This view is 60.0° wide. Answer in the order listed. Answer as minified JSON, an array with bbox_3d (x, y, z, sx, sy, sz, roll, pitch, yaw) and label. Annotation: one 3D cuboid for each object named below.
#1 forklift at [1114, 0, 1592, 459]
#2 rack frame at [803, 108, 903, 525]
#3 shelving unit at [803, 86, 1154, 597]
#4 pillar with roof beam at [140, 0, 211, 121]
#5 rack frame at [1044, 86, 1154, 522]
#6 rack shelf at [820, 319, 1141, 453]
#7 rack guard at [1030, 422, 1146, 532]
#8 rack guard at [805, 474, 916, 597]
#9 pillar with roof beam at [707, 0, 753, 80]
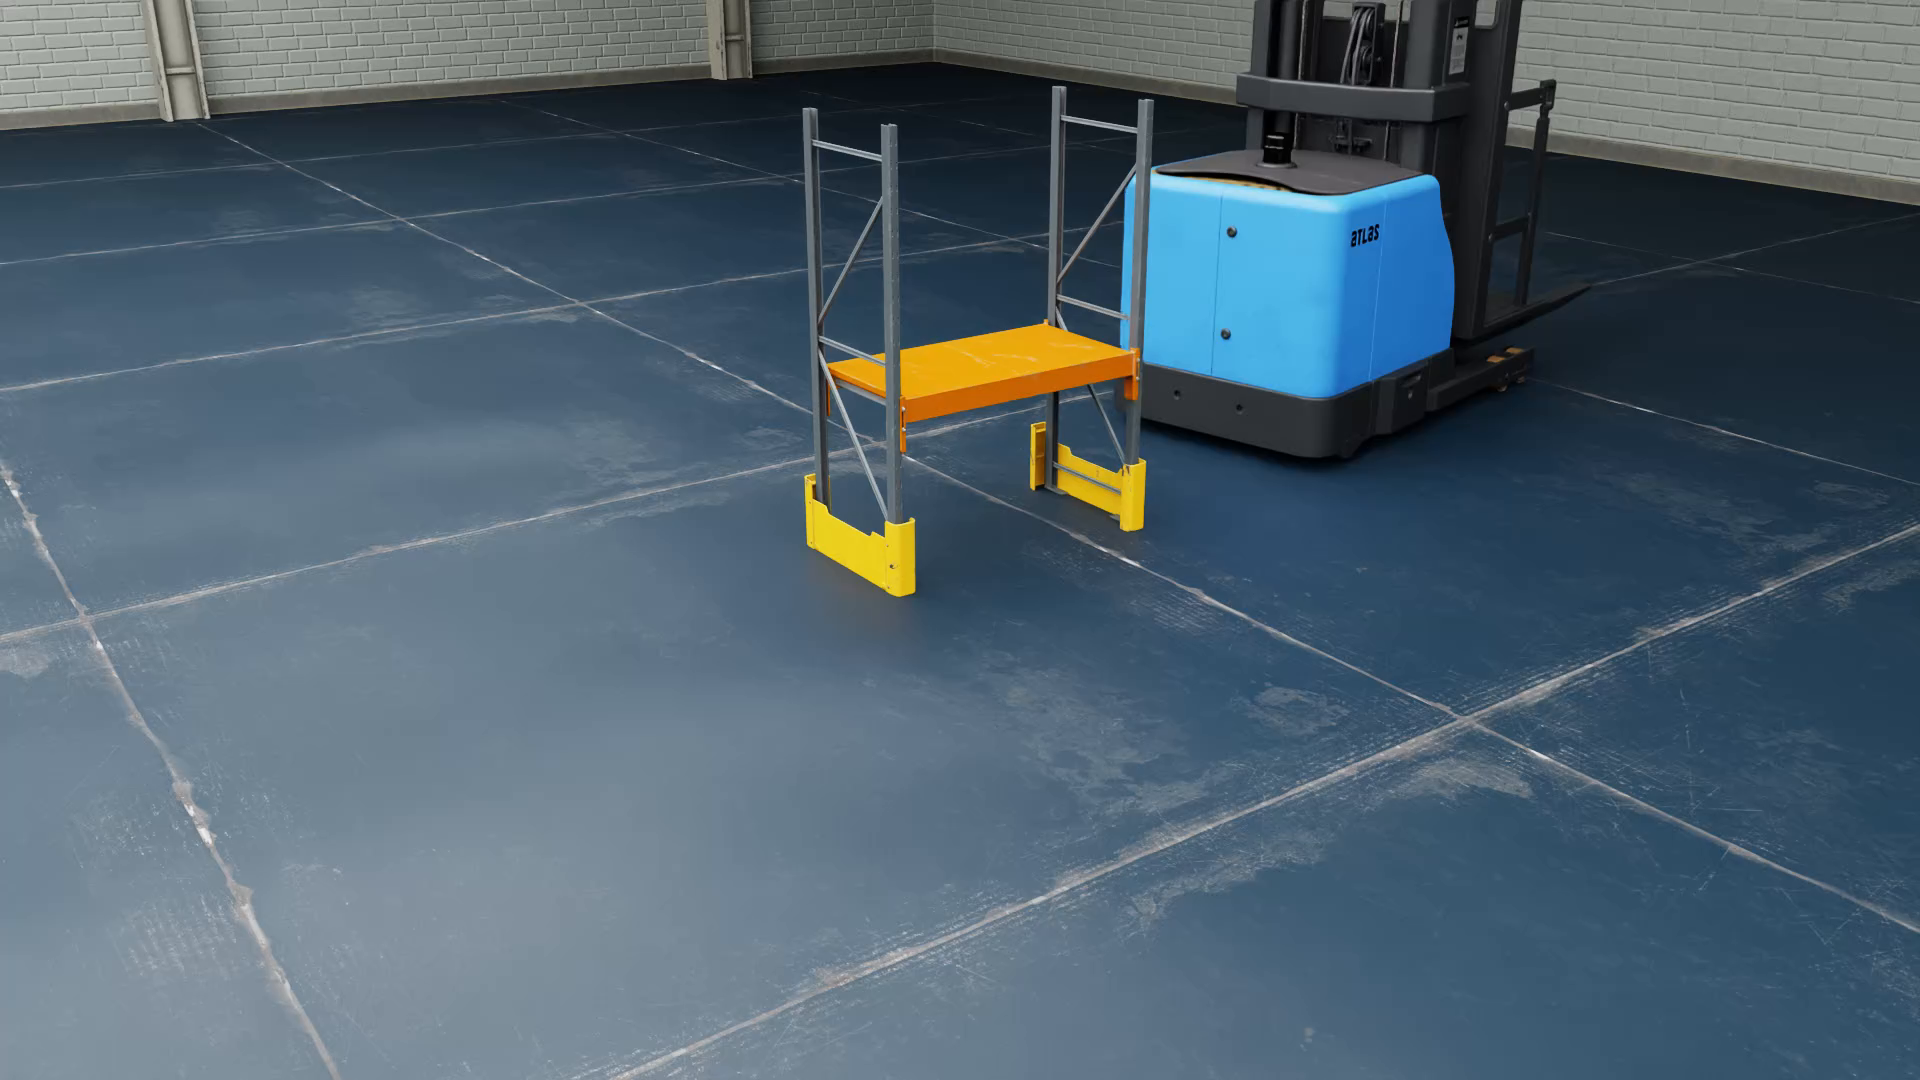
[{"bbox_3d":[2.016,-2.145,7.318,1.130,2.935,3.031,18,28,38],"label":"forklift"},{"bbox_3d":[-0.343,-0.605,5.389,0.032,1.500,0.500,-15,26,-33],"label":"rack frame"},{"bbox_3d":[0.062,-0.713,5.660,1.083,1.500,0.587,-15,26,-33],"label":"shelving unit"},{"bbox_3d":[-5.024,-6.992,11.276,0.400,9.000,9.100,-15,26,-33],"label":"pillar with roof beam"},{"bbox_3d":[0.482,-0.825,5.940,0.032,1.500,0.500,-15,26,-33],"label":"rack frame"},{"bbox_3d":[0.069,-0.548,5.731,1.000,0.185,0.538,-15,26,-33],"label":"rack shelf"},{"bbox_3d":[0.466,-0.240,6.162,0.087,0.250,0.587,-15,26,-33],"label":"rack guard"},{"bbox_3d":[-0.342,-0.025,5.621,0.087,0.250,0.587,-15,26,-33],"label":"rack guard"},{"bbox_3d":[-0.154,-8.290,14.530,0.400,9.000,9.100,-15,26,-33],"label":"pillar with roof beam"}]
